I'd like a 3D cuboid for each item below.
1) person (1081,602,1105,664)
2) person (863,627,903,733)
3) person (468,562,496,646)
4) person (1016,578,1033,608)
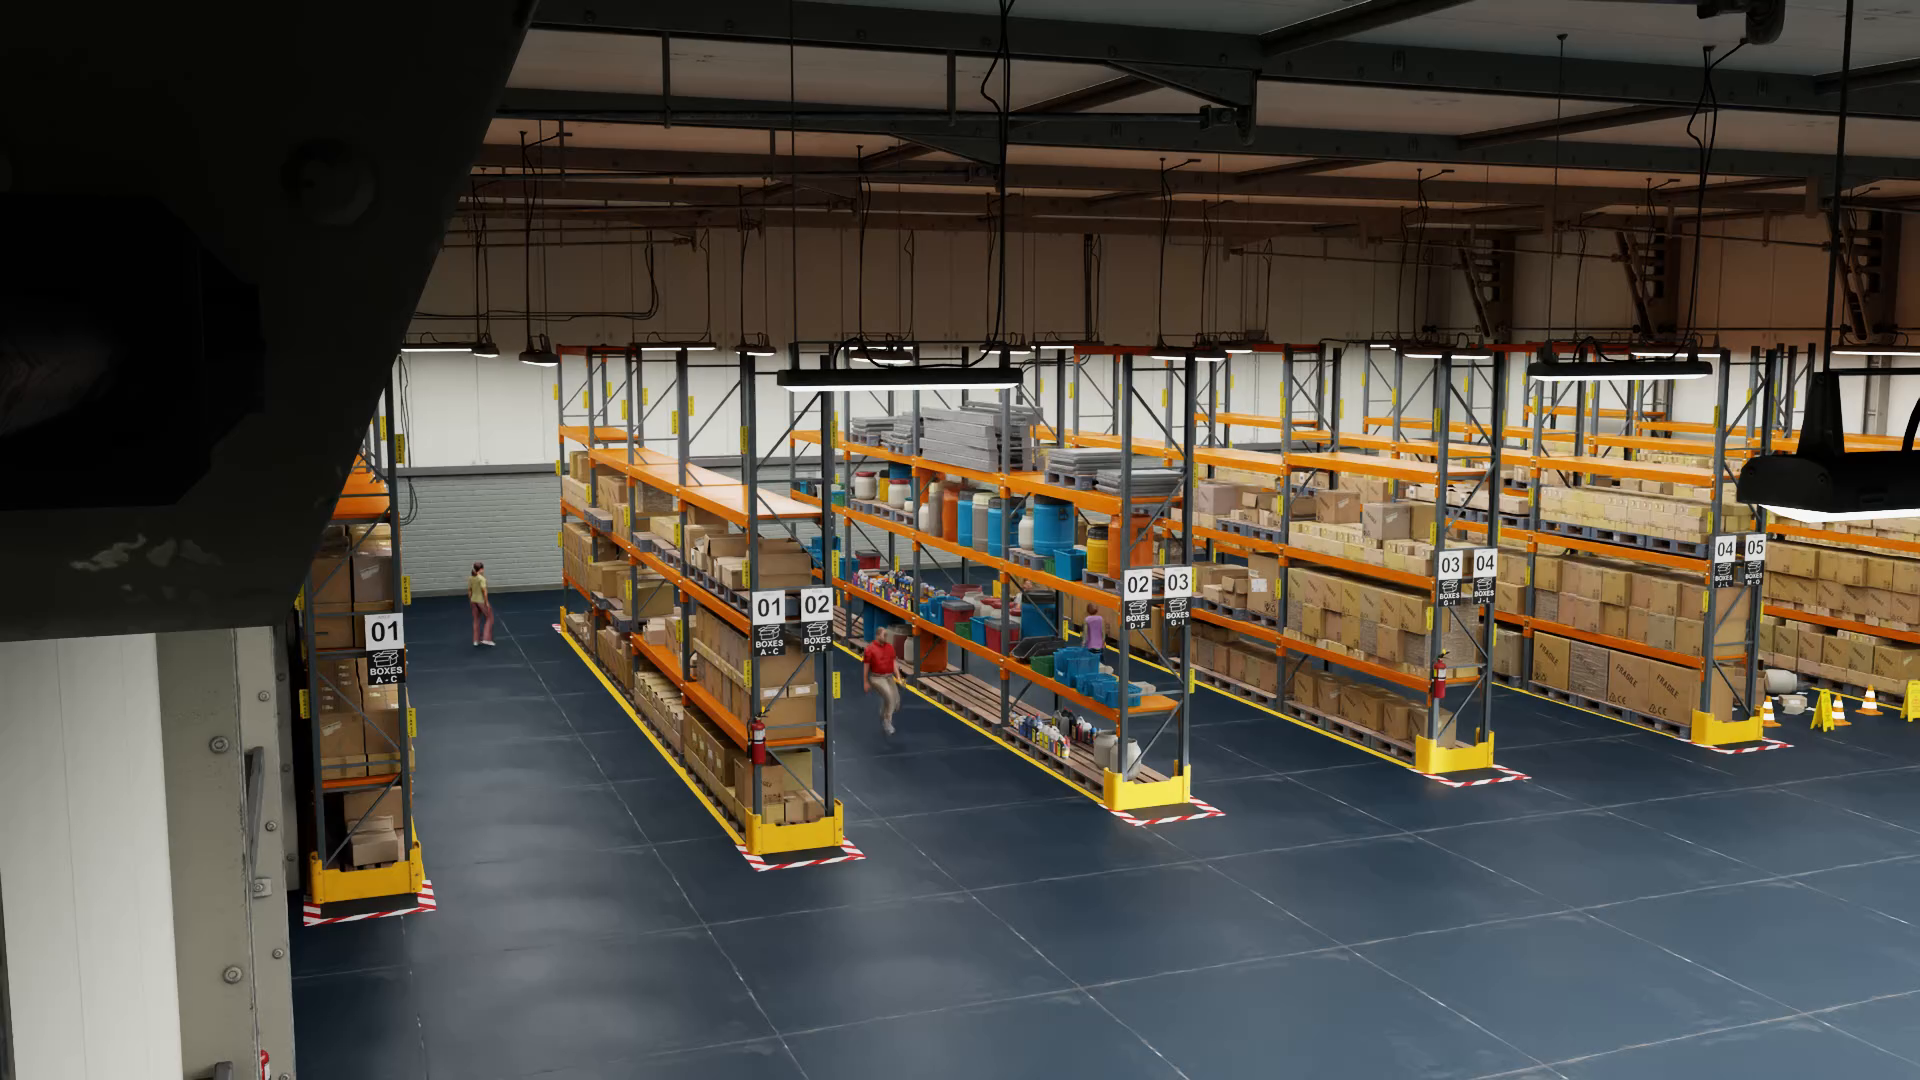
[{"bbox_3d":[2.299,1.767,28.707,0.463,1.403,0.611,-2,8,-17],"label":"person"},{"bbox_3d":[-1.106,2.116,25.475,0.558,1.538,0.683,-7,10,-42],"label":"person"},{"bbox_3d":[-9.612,1.289,33.265,0.533,1.709,0.377,4,8,26],"label":"person"},{"bbox_3d":[1.274,1.396,31.351,0.514,1.399,1.086,-3,8,-25],"label":"person"}]
